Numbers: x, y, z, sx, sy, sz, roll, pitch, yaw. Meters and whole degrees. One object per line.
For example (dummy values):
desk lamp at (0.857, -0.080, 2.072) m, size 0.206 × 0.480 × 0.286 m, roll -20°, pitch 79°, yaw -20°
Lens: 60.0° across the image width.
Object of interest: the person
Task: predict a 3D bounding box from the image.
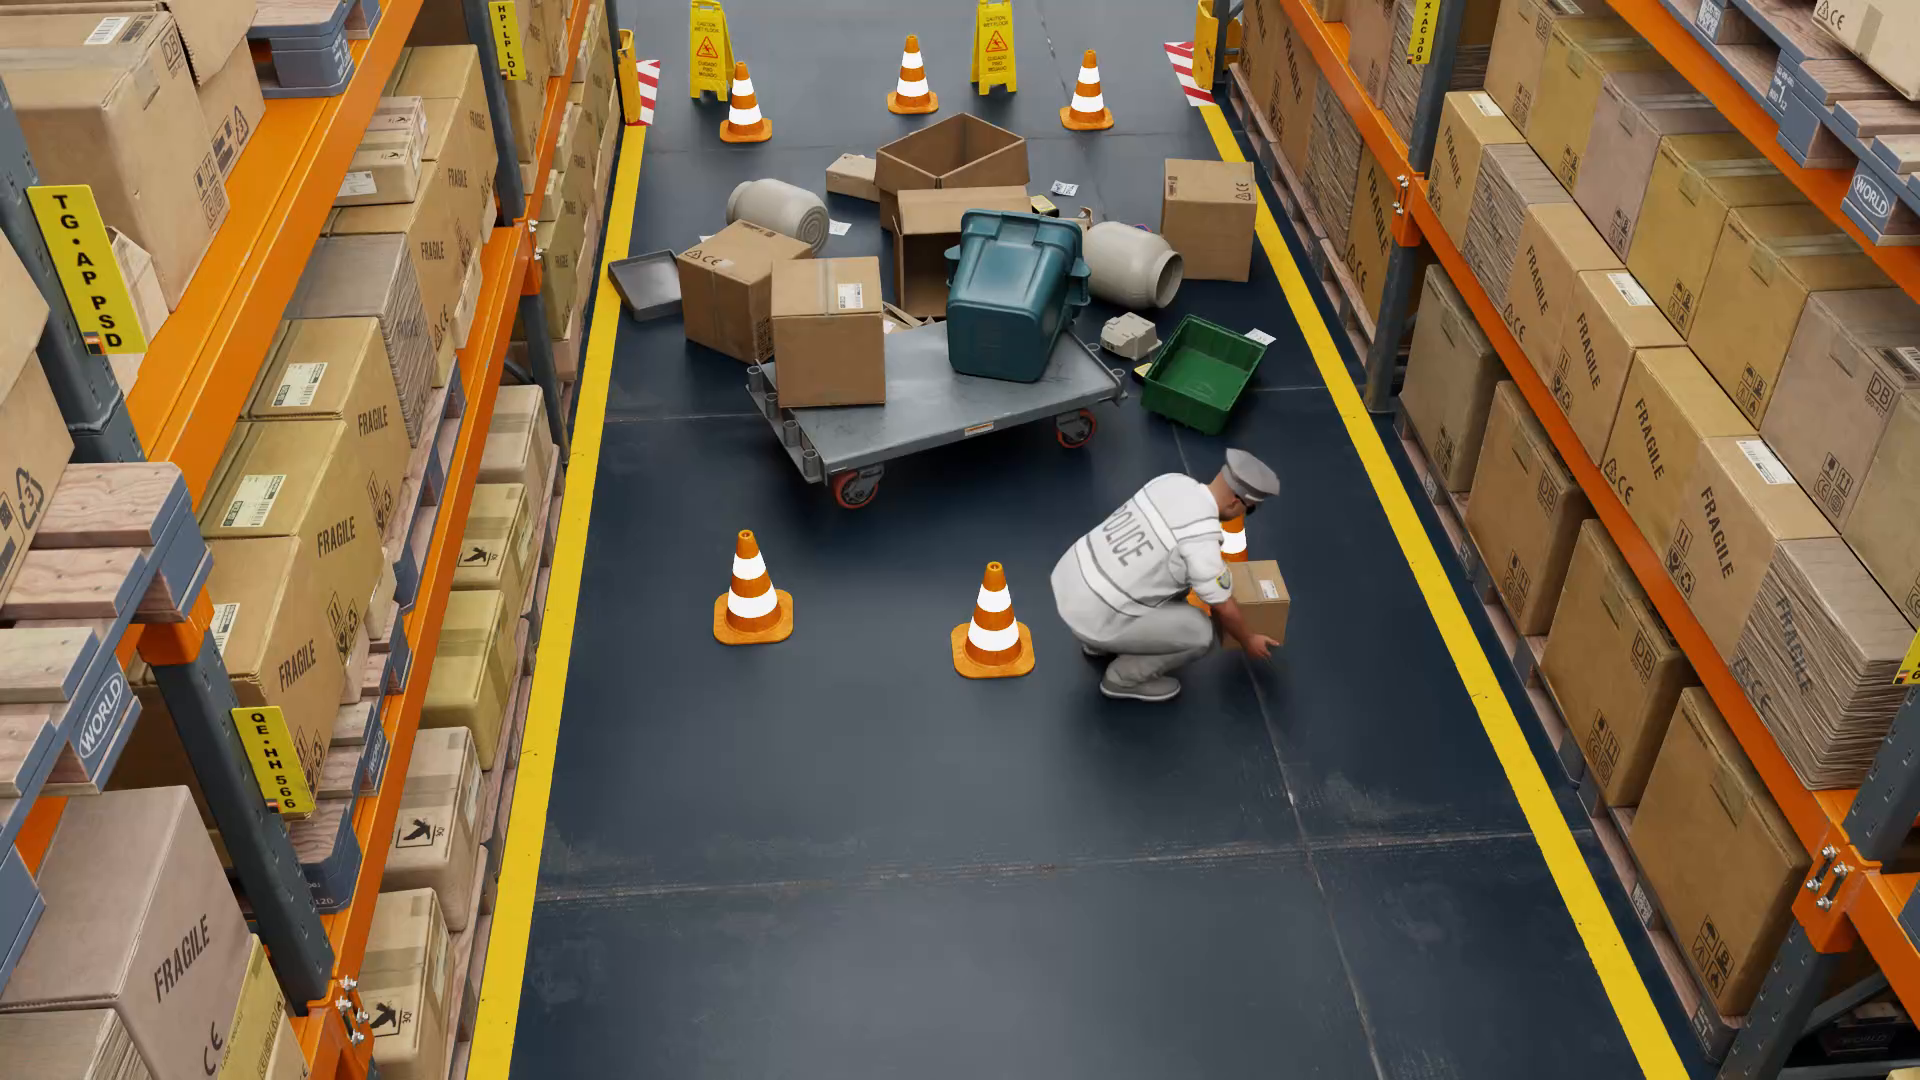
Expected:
person at (0.830, 0.132, 6.573) m, size 0.959 × 1.026 × 0.522 m, roll -4°, pitch 39°, yaw -5°
